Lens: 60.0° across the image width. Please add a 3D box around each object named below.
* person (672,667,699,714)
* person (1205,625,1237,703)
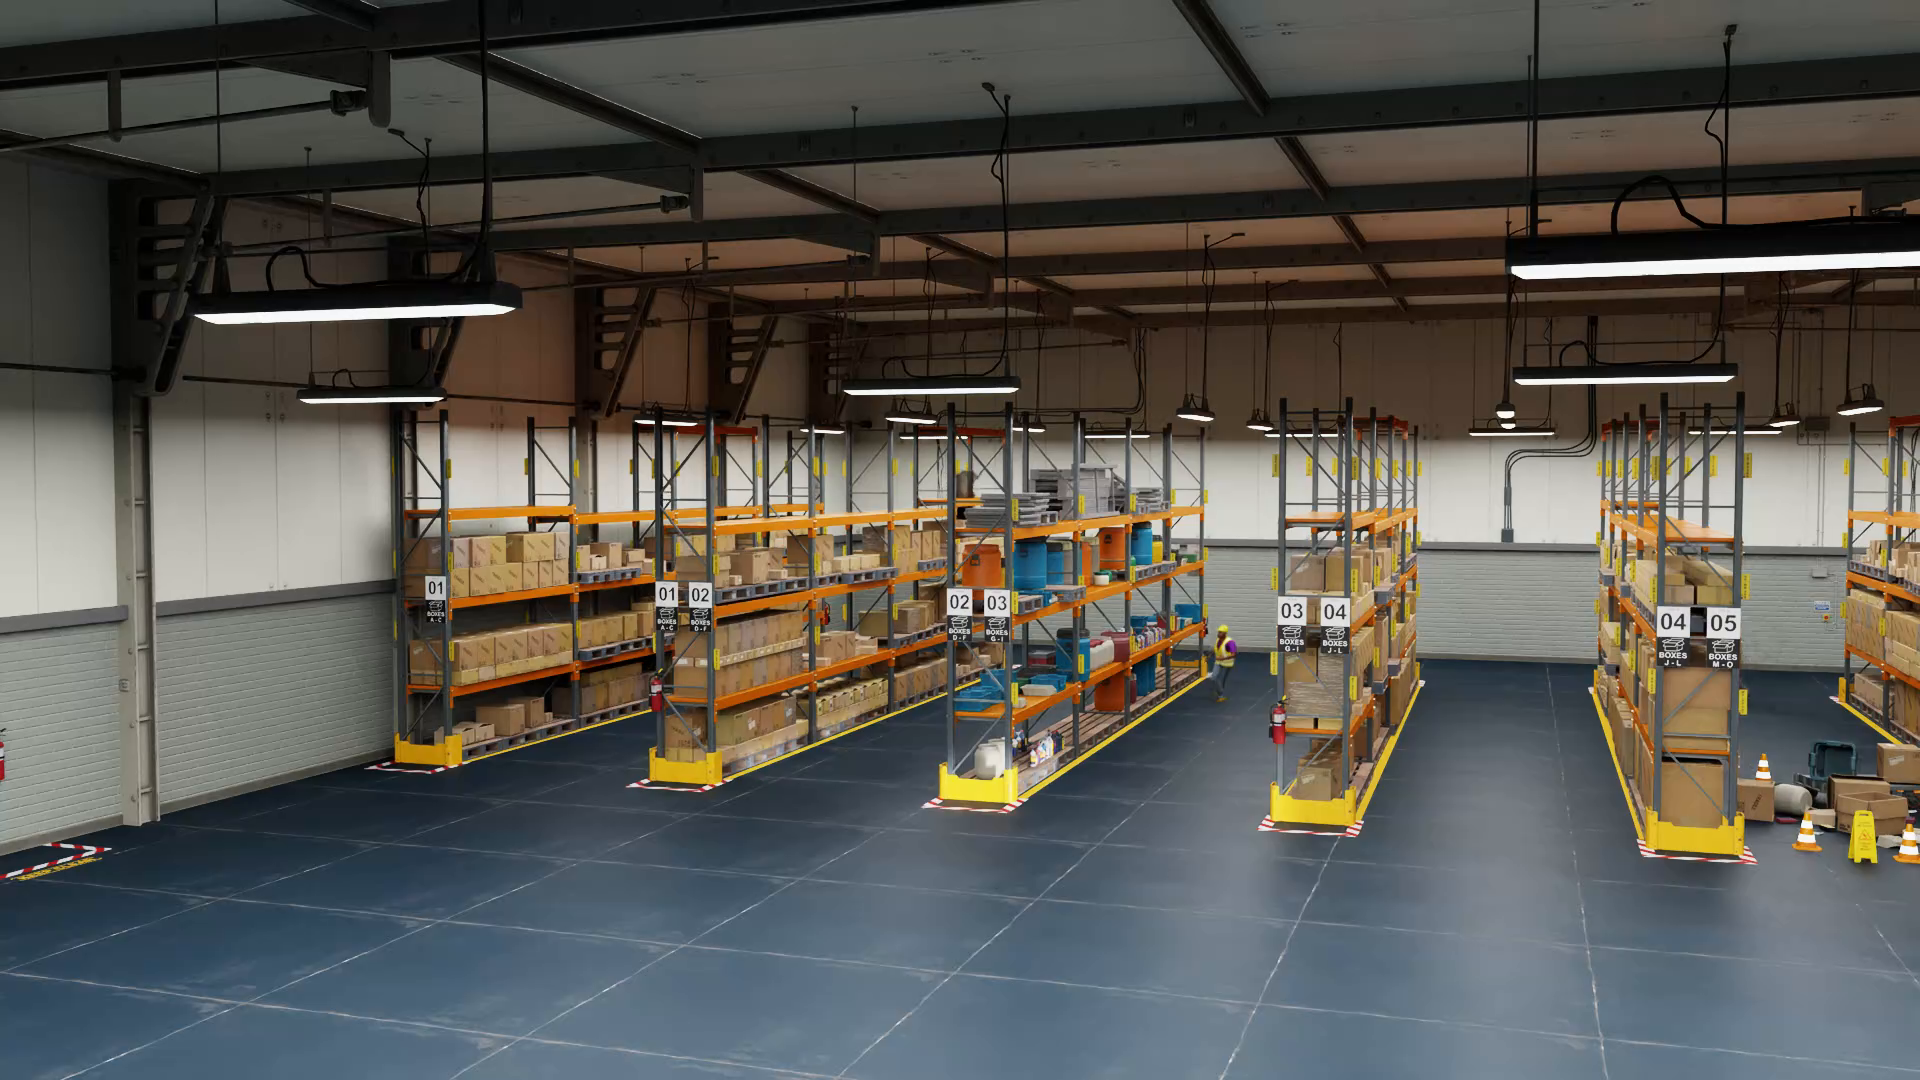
[{"bbox_3d":[-5.143,2.816,31.637,0.605,1.687,0.955,0,2,4],"label":"person"},{"bbox_3d":[5.637,2.657,35.683,0.814,1.694,0.637,2,3,39],"label":"person"}]
